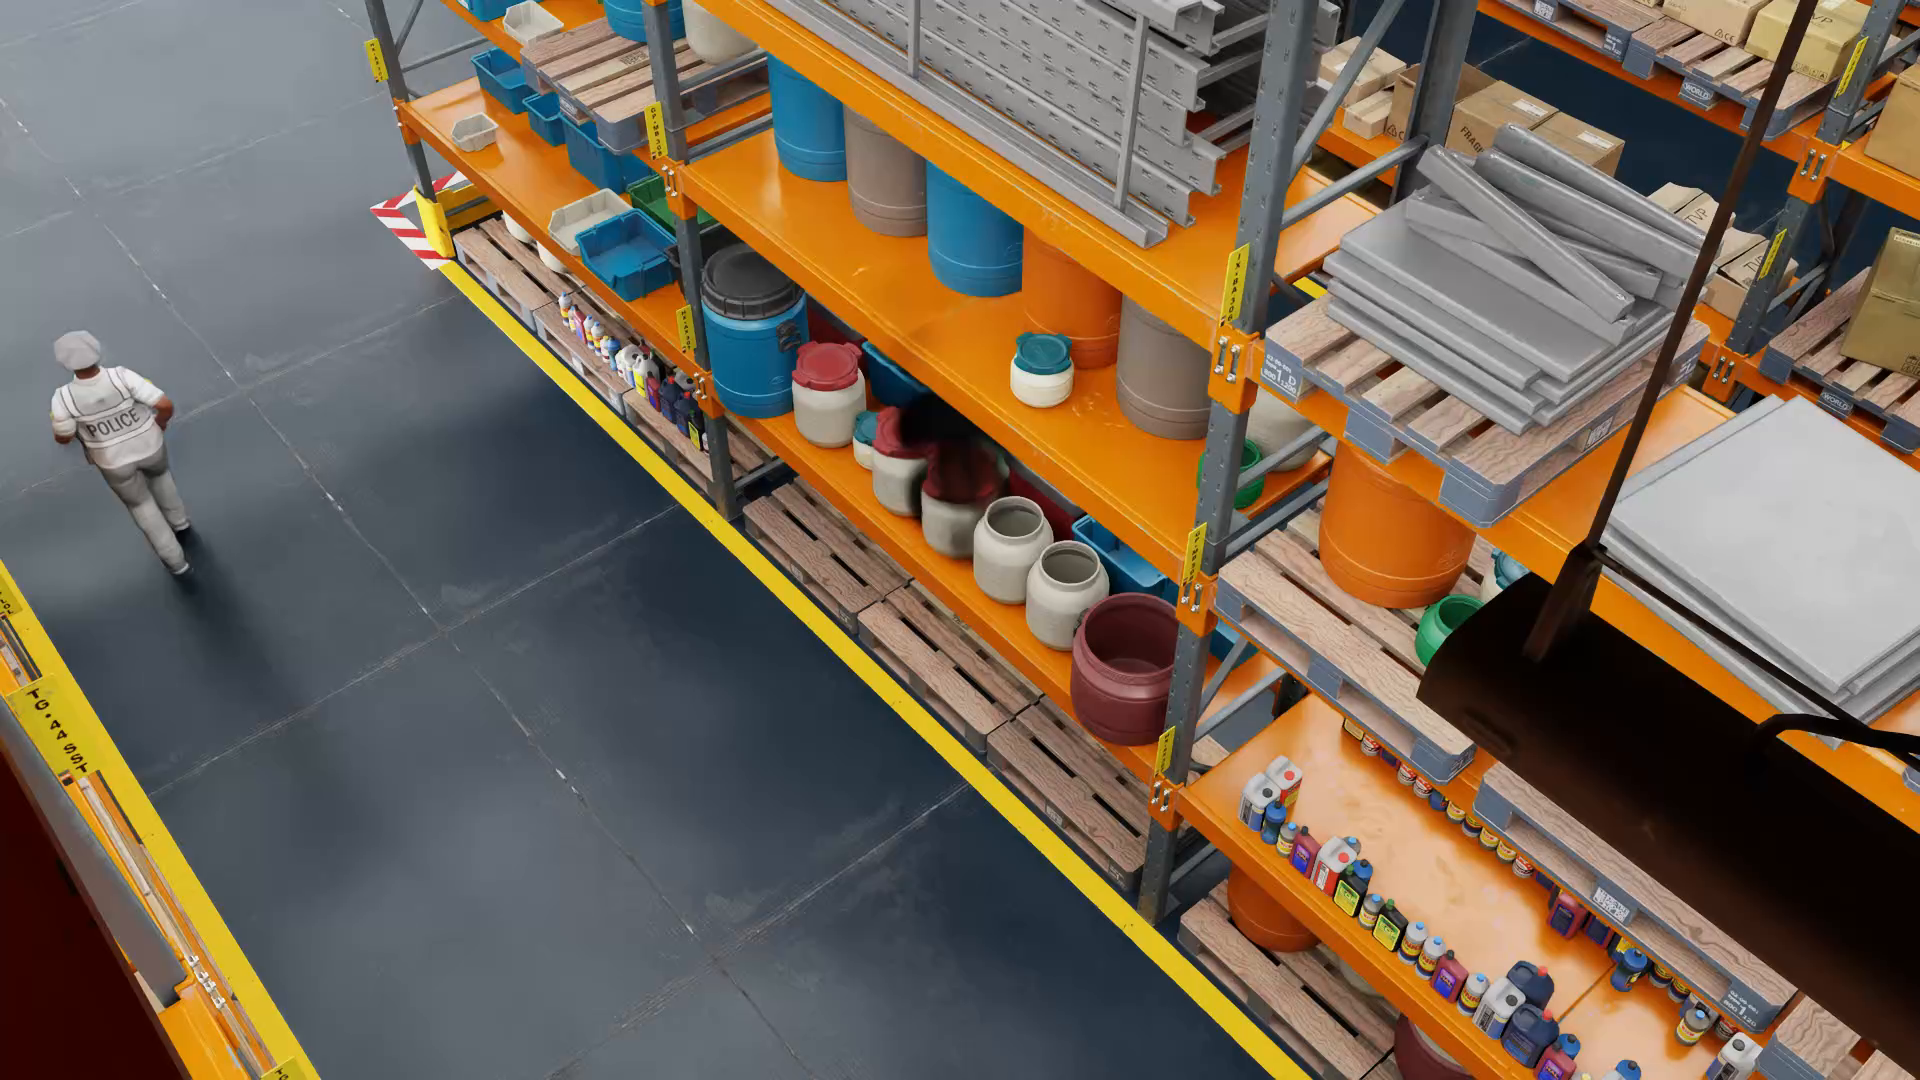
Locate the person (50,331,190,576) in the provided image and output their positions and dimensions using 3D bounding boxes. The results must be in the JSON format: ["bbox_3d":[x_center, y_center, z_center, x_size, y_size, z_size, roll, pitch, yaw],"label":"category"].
[{"bbox_3d":[-5.134,-0.534,10.278,0.662,1.837,0.729,-30,53,-25],"label":"person"}]
